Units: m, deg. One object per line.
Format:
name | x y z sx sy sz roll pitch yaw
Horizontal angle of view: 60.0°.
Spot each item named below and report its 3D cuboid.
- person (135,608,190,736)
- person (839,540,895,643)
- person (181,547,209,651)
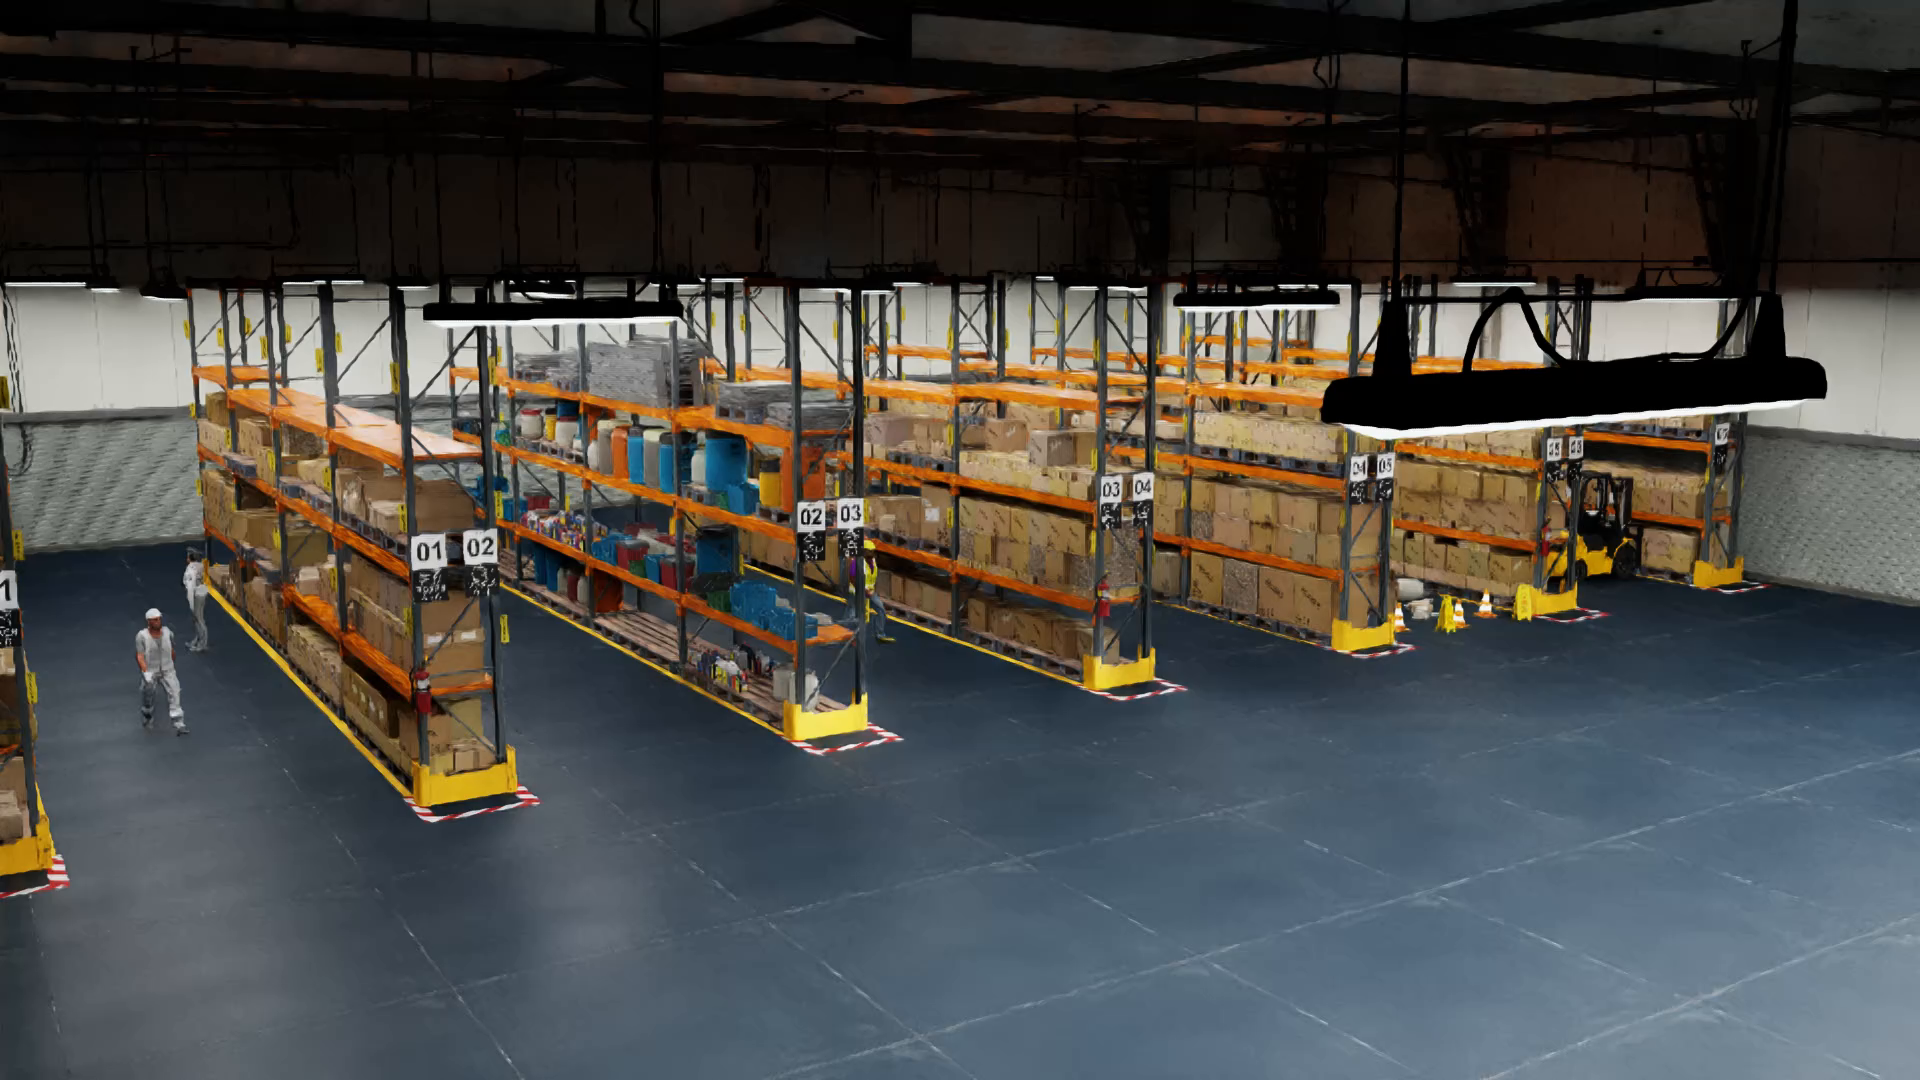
person | -10.747 1.759 22.285 0.528 1.728 1.032 -8 13 -40
person | -1.557 0.816 26.400 0.845 1.686 0.699 8 13 40
person | -12.550 0.955 27.240 0.459 1.677 0.525 0 10 -2
